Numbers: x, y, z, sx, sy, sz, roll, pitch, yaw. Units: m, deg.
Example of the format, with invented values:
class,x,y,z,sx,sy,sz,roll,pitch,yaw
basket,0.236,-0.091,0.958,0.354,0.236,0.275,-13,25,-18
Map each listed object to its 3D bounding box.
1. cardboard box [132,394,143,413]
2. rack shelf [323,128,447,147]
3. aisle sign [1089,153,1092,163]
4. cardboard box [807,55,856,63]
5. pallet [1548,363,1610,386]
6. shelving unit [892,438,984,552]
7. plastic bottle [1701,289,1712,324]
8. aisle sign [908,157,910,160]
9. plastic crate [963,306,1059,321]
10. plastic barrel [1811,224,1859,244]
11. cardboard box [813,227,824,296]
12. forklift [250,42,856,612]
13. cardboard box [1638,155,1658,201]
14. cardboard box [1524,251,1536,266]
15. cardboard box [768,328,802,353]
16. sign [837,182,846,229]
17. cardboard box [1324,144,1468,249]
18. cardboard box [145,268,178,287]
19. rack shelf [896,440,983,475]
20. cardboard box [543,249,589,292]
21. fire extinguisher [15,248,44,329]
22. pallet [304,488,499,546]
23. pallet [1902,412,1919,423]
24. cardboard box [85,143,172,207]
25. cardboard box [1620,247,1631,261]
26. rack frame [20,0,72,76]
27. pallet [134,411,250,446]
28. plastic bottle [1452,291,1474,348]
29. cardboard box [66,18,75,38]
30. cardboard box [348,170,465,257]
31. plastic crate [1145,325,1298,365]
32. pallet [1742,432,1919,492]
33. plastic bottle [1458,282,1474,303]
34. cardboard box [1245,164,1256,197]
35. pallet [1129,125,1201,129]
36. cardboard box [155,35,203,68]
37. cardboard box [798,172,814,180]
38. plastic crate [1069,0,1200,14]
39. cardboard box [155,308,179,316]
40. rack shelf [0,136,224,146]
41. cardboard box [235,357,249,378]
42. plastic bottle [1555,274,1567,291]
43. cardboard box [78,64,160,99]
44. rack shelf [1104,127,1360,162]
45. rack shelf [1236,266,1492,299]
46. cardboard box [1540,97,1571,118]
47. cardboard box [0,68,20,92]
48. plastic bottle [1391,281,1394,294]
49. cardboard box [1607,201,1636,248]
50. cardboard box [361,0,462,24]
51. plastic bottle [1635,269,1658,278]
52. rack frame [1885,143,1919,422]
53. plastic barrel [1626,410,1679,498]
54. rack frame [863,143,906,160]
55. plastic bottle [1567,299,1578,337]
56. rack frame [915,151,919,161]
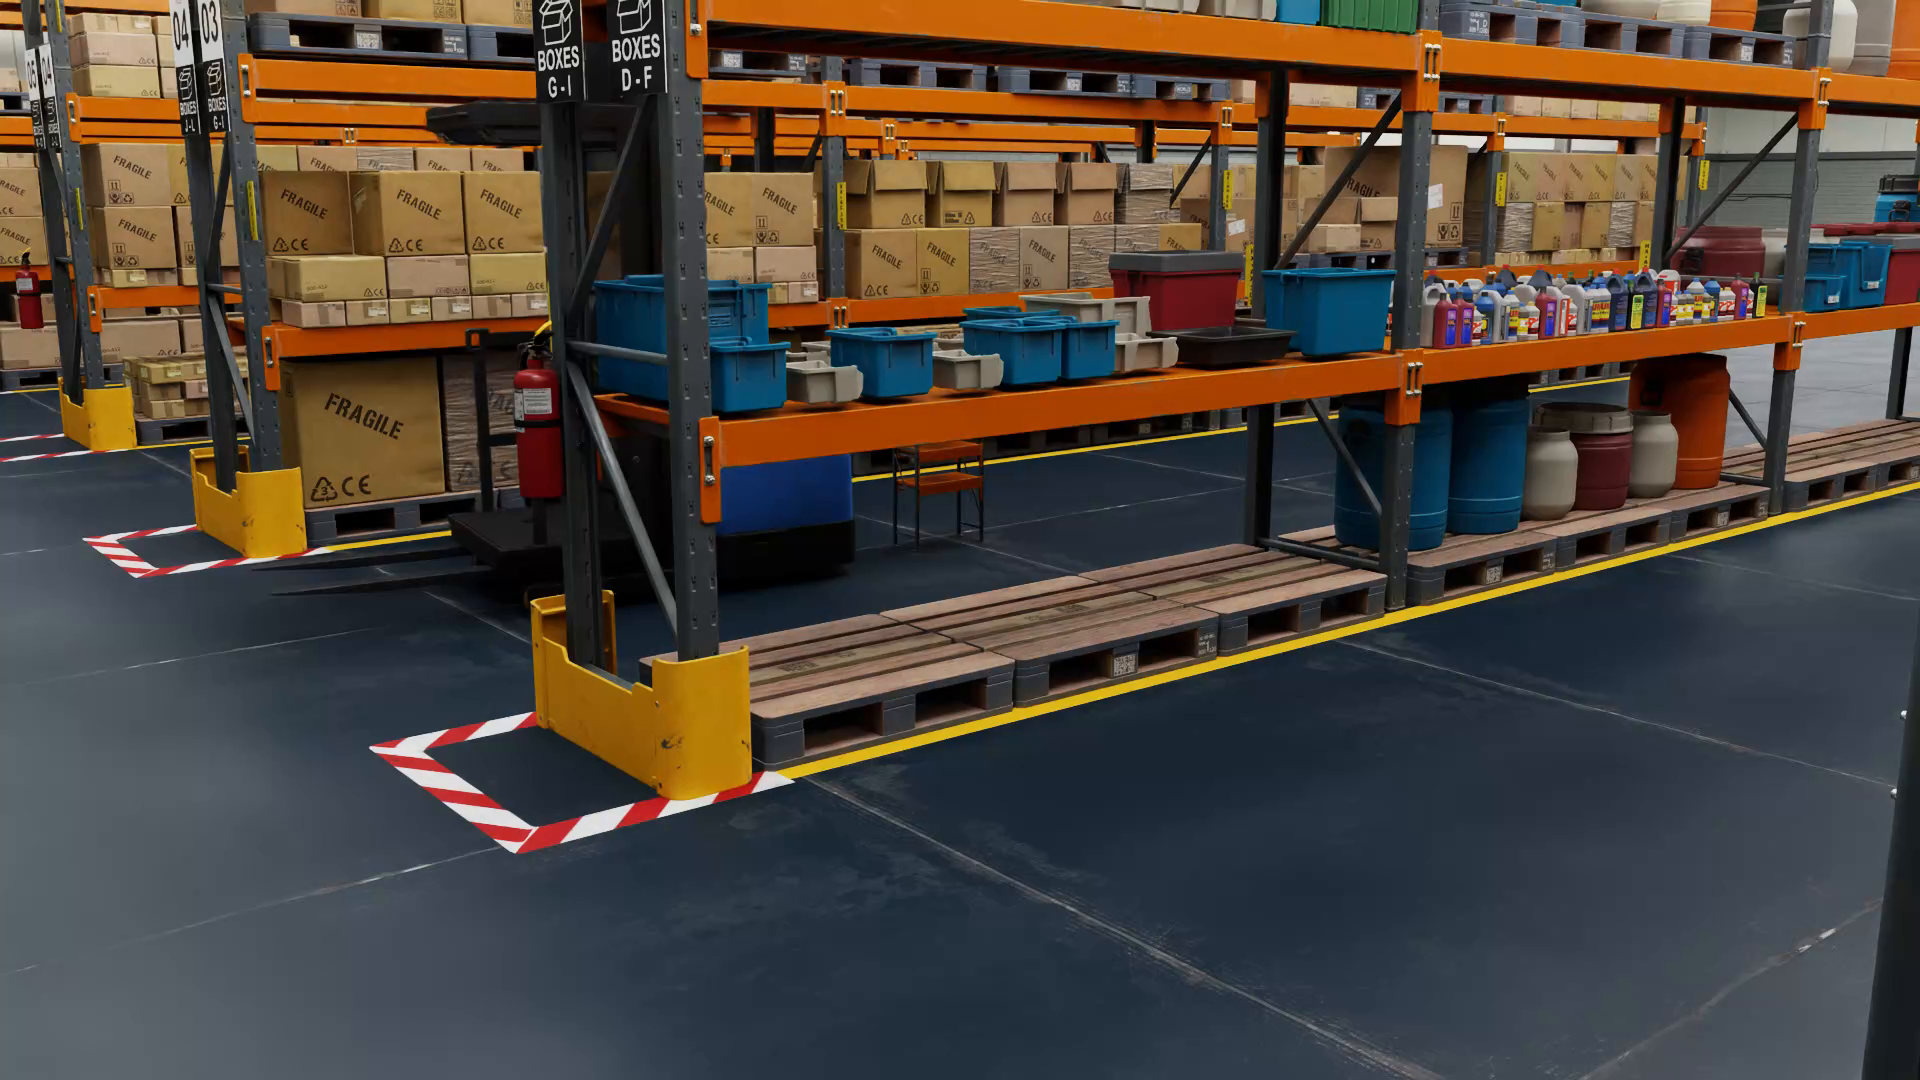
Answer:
class,x,y,z,sx,sy,sz,roll,pitch,yaw
cardboard box,-7.048,-1.204,14.430,0.250,0.149,0.380,-9,15,-37
rack shelf,-5.815,-4.975,20.845,4.000,0.370,1.077,-9,15,-38
aisle sign,2.223,-6.390,26.739,0.004,0.787,0.394,-9,15,-38
cardboard box,-0.739,-3.791,12.287,0.500,0.500,0.700,-9,15,-36
pallet,6.517,-1.919,18.656,1.213,0.211,1.003,-9,15,-38
shelving unit,-0.129,-0.565,9.903,0.503,1.200,0.258,-9,15,-38
plastic bottle,4.473,-1.409,10.023,0.097,0.201,0.097,0,12,0
aisle sign,-0.875,-7.194,30.528,0.004,0.787,0.394,-9,15,-38
plastic crate,0.229,-0.926,7.525,0.300,0.233,0.416,-9,15,-38
plastic barrel,6.361,-2.054,12.252,0.433,0.535,0.433,0,12,0
cardboard box,-0.991,-2.146,12.775,0.500,0.500,0.500,-9,15,-37
forklift,-2.114,-1.177,8.616,3.031,2.935,1.130,-7,14,-30
cardboard box,7.523,-4.056,18.644,0.500,0.500,0.500,-9,15,-38
cardboard box,5.798,-2.954,17.424,0.250,0.149,0.380,-9,15,-38
cardboard box,-1.751,-1.086,12.125,0.875,0.875,0.875,-9,15,-38
sign,-0.838,-2.365,11.769,0.005,0.325,0.100,-9,15,-38
cardboard box,4.353,-3.449,16.695,1.000,1.000,1.000,-9,15,-37
cardboard box,-6.698,-2.197,13.857,0.250,0.149,0.380,-9,15,-36
rack shelf,-0.129,-0.500,9.917,0.480,0.148,0.258,-9,15,-38
cardboard box,-2.565,-1.766,10.868,0.500,0.250,0.500,-10,15,-39
fire extinguisher,-7.814,-2.113,13.942,0.183,0.674,0.296,-9,15,-38
pallet,-3.734,-0.226,10.684,1.213,0.211,1.003,-9,15,-38
pallet,8.706,-0.944,14.064,1.213,0.211,1.003,-9,15,-38
cardboard box,-6.812,-2.990,13.623,0.500,0.500,0.500,-10,15,-38
cardboard box,7.307,-3.227,18.711,0.250,0.149,0.380,-9,15,-38
rack frame,-7.329,-5.226,13.073,0.127,3.000,1.000,-9,15,-38
pallet,-6.613,-1.037,14.502,1.213,0.211,1.003,-9,15,-38
plastic bottle,2.566,-1.128,8.499,0.133,0.283,0.061,-9,15,-38
cardboard box,-7.253,-4.215,13.735,0.250,0.149,0.380,-10,15,-38
cardboard box,-3.375,-1.996,10.146,0.500,0.500,0.500,-10,16,-39
plastic crate,1.202,-0.895,7.640,0.590,0.125,0.437,-9,15,-38
pallet,6.613,-0.596,12.427,1.213,0.211,1.003,-9,15,-38
plastic bottle,2.891,-1.342,9.538,0.097,0.271,0.097,0,12,0
cardboard box,3.625,-4.700,22.081,0.500,0.550,0.875,-9,15,-38
pallet,2.687,-5.376,21.219,1.213,0.211,1.003,-9,15,-38
cardboard box,-6.417,-4.012,13.738,0.500,0.250,0.500,-10,15,-38
cardboard box,-2.078,-5.128,23.525,0.250,0.149,0.380,-10,16,-40
plastic crate,0.709,-2.317,6.882,0.530,0.282,0.437,-9,15,-38
cardboard box,-11.011,-3.106,23.107,0.258,0.266,0.396,-9,15,-36
rack shelf,-12.042,-5.260,22.190,4.000,0.370,1.077,-9,15,-38
cardboard box,-6.290,-1.473,14.264,0.250,0.149,0.380,-9,15,-38
plastic bottle,3.739,-1.524,10.392,0.097,0.271,0.097,0,12,0
cardboard box,-6.818,-3.702,13.480,0.500,0.250,0.500,-9,15,-36
rack shelf,3.603,-5.223,22.015,4.000,0.370,1.077,-9,15,-38
rack shelf,3.500,-2.419,16.032,4.000,0.370,1.077,-9,15,-38
cardboard box,5.983,-4.511,17.290,0.500,0.250,0.500,-10,15,-38
cardboard box,-10.205,-4.802,17.409,0.500,0.250,0.500,-11,16,-43
plastic bottle,2.422,-1.337,9.324,0.185,0.351,0.144,-9,15,-38
cardboard box,7.005,-3.535,18.597,0.500,0.500,0.875,-9,15,-38
cardboard box,-3.422,-3.374,10.081,0.500,0.500,0.700,-10,16,-40
plastic bottle,4.492,-1.644,10.947,0.135,0.276,0.152,-9,15,-38
rack frame,8.155,-2.227,13.396,0.127,3.000,1.000,-9,15,-38
plastic barrel,4.276,-0.543,10.441,0.421,0.512,0.421,0,12,0
rack frame,-1.130,-4.638,24.749,0.127,3.000,1.000,-9,15,-38
plastic bottle,3.339,-1.221,9.136,0.097,0.201,0.097,0,12,0
rack frame,-1.110,-5.962,30.982,0.127,3.000,1.000,-9,15,-38
